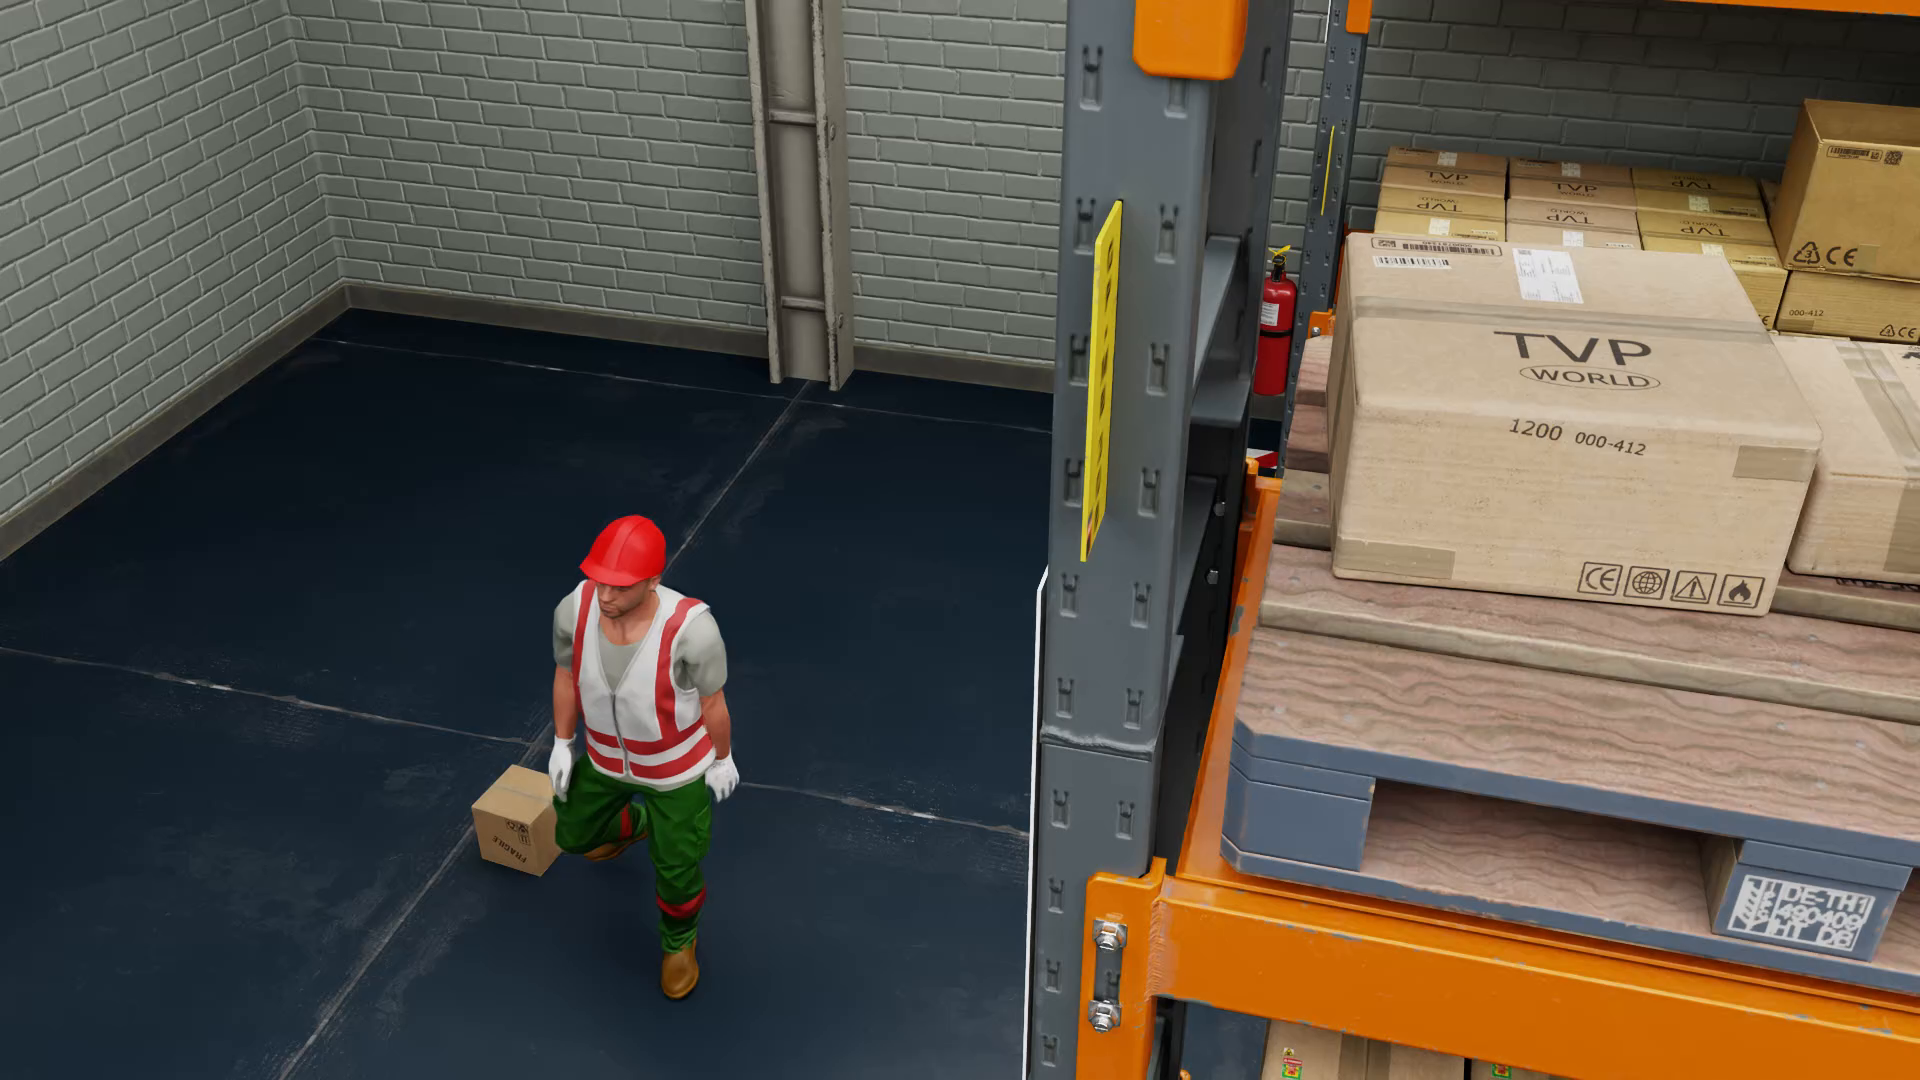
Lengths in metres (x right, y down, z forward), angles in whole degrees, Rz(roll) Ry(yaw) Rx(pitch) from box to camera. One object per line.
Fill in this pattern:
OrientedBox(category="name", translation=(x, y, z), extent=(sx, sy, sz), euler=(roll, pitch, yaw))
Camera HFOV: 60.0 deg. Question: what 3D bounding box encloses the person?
OrientedBox(category="person", translation=(-1.020, 0.597, 5.181), extent=(0.747, 1.774, 0.614), euler=(10, 34, 15))
